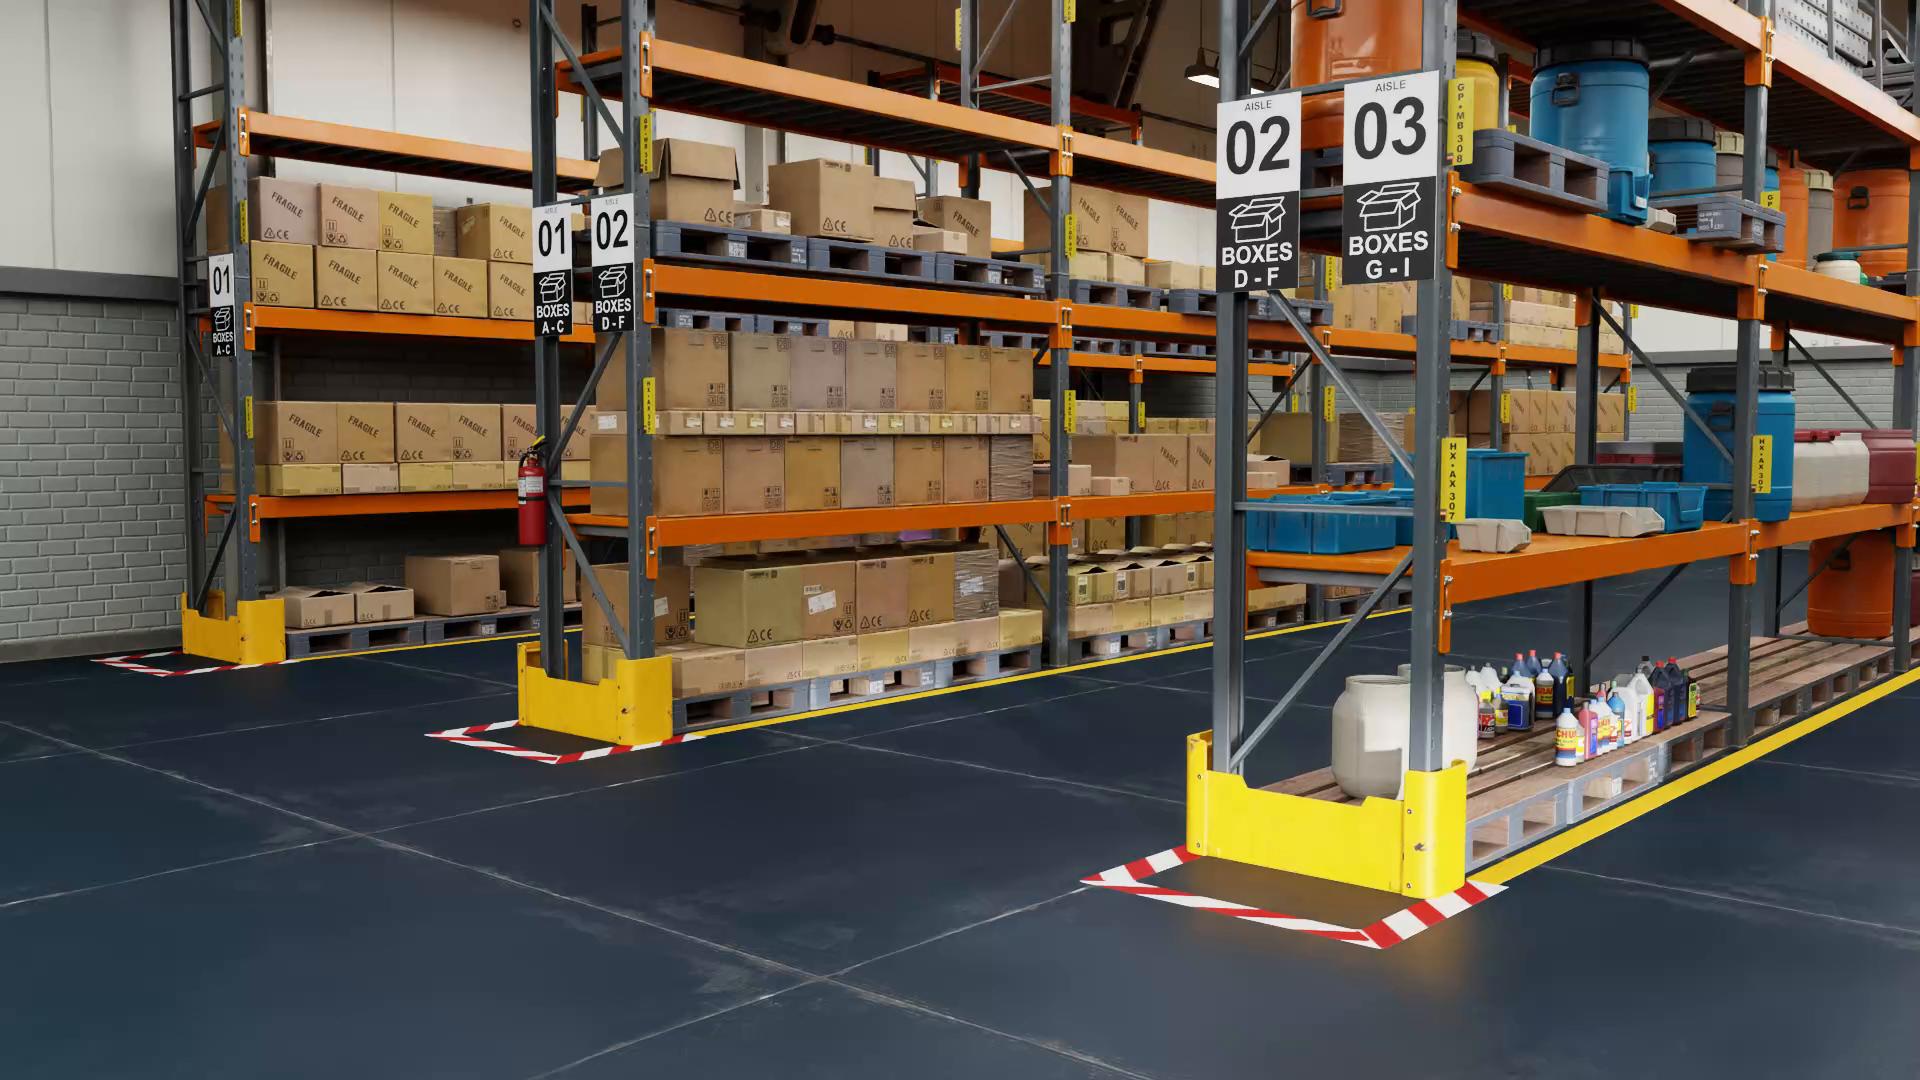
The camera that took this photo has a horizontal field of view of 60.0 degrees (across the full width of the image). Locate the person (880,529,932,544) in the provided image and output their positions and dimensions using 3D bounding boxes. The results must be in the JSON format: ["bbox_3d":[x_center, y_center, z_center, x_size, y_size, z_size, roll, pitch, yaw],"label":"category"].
[{"bbox_3d":[-0.553,0.005,16.745,0.518,1.464,0.451,3,5,42],"label":"person"}]
